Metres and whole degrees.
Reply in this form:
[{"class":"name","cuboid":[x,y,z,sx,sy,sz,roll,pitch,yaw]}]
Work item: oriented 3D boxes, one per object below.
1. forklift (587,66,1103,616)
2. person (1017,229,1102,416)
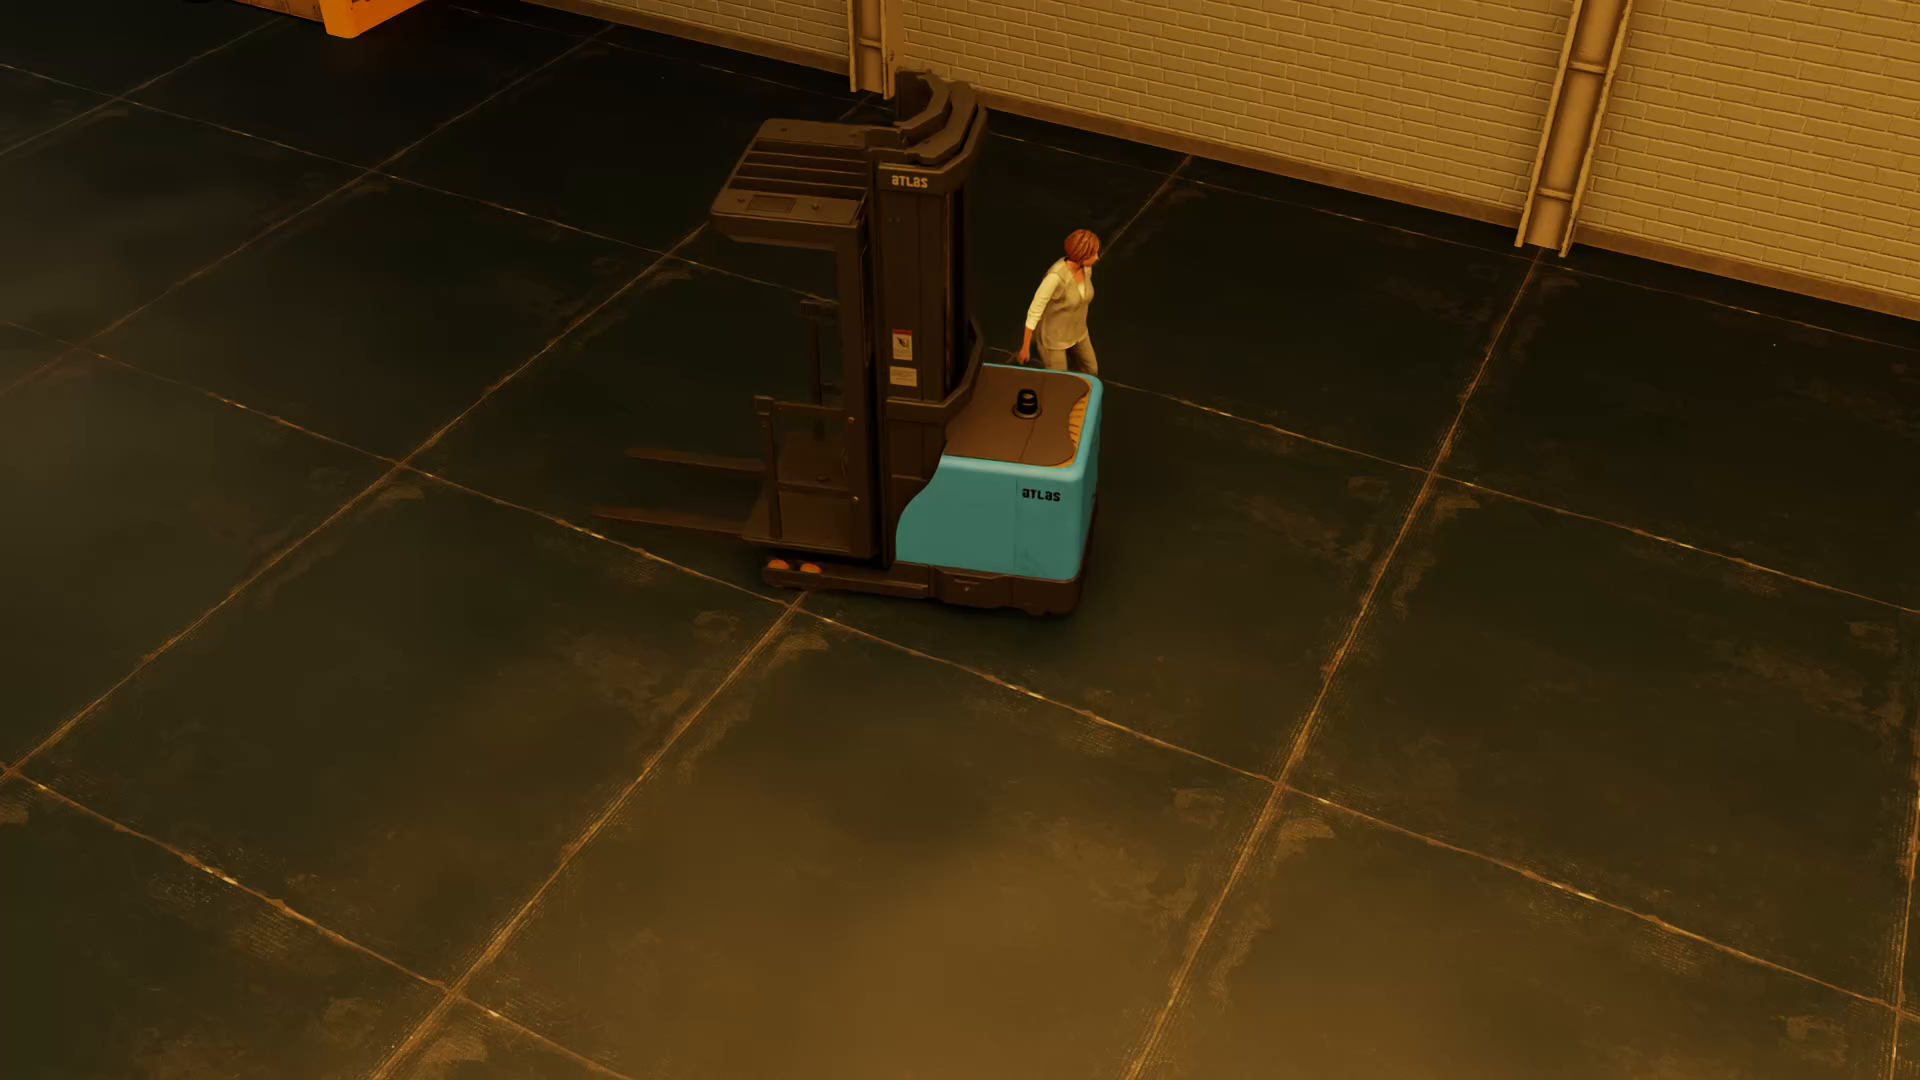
[{"class":"forklift","cuboid":[-0.718,-1.143,9.344,3.031,2.935,1.130,7,41,8]},{"class":"person","cuboid":[0.669,-1.282,10.597,0.350,1.562,0.721,30,48,30]}]
